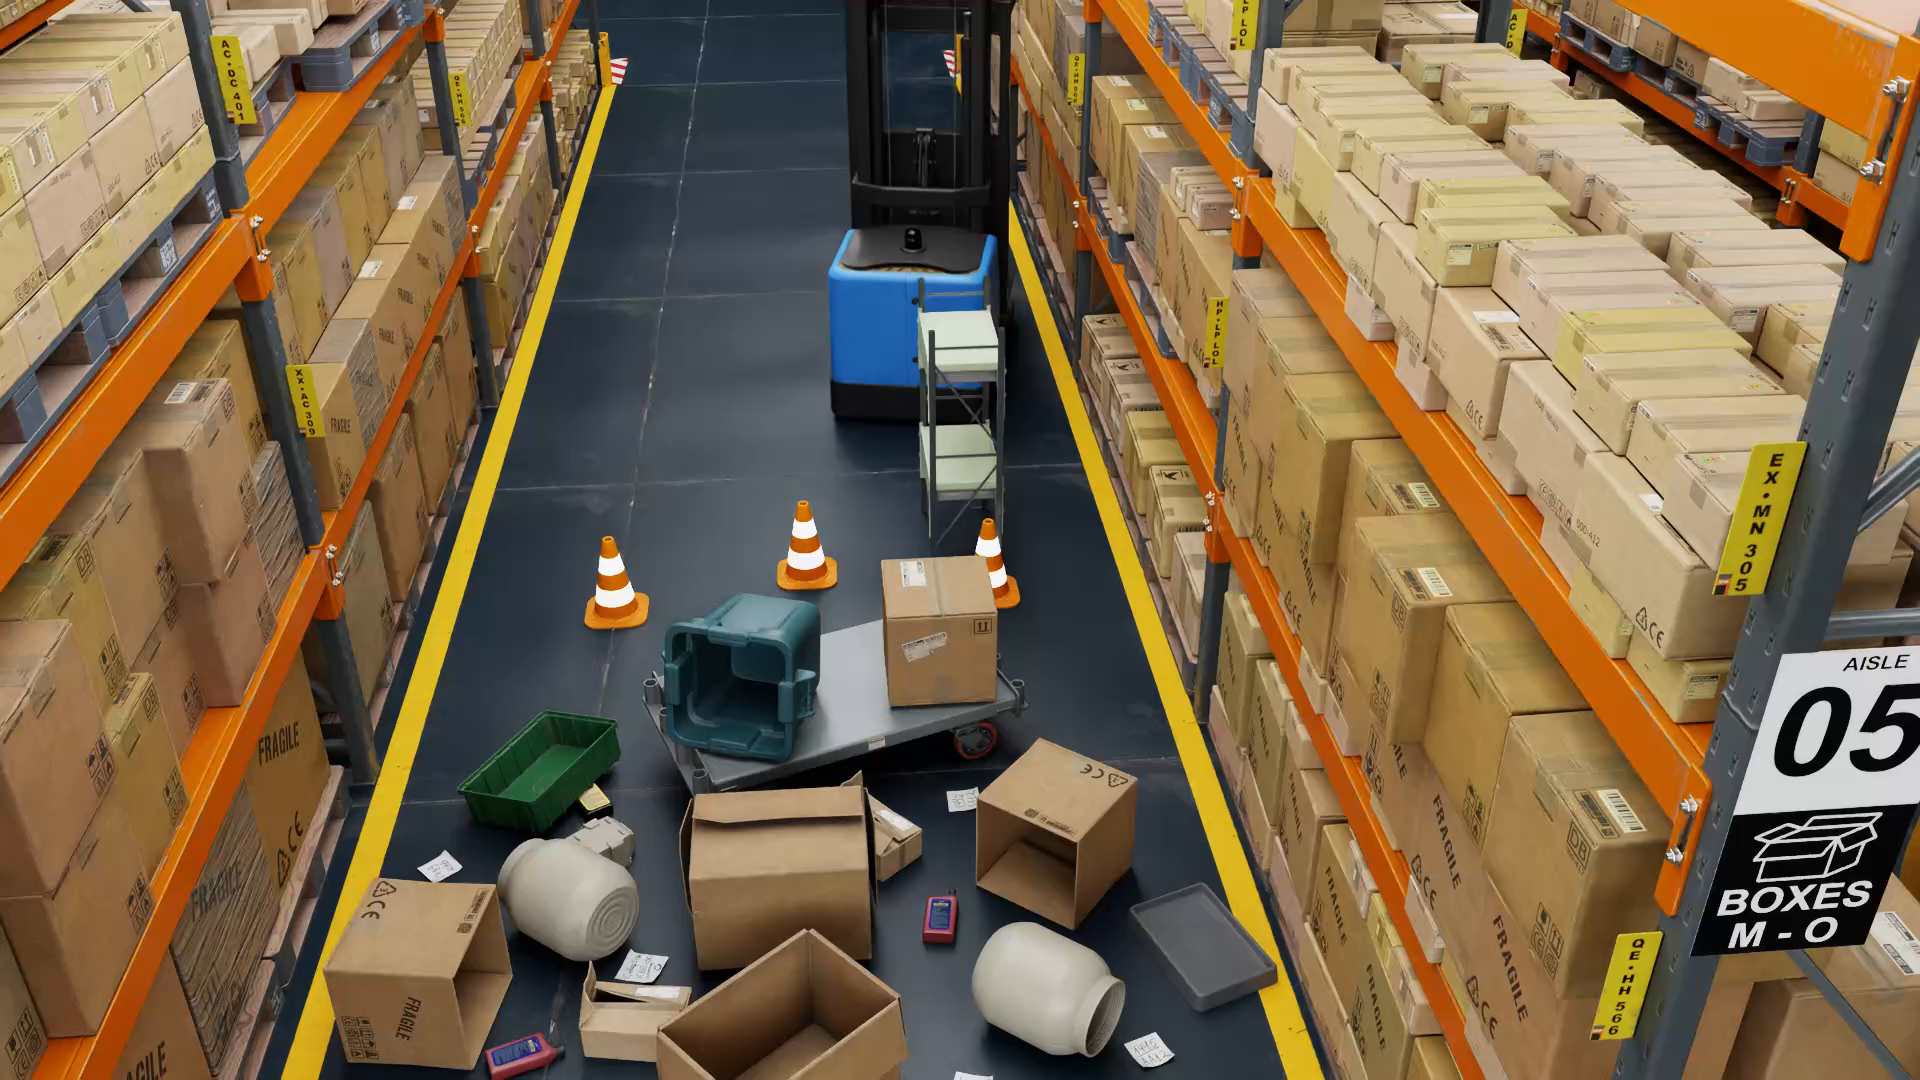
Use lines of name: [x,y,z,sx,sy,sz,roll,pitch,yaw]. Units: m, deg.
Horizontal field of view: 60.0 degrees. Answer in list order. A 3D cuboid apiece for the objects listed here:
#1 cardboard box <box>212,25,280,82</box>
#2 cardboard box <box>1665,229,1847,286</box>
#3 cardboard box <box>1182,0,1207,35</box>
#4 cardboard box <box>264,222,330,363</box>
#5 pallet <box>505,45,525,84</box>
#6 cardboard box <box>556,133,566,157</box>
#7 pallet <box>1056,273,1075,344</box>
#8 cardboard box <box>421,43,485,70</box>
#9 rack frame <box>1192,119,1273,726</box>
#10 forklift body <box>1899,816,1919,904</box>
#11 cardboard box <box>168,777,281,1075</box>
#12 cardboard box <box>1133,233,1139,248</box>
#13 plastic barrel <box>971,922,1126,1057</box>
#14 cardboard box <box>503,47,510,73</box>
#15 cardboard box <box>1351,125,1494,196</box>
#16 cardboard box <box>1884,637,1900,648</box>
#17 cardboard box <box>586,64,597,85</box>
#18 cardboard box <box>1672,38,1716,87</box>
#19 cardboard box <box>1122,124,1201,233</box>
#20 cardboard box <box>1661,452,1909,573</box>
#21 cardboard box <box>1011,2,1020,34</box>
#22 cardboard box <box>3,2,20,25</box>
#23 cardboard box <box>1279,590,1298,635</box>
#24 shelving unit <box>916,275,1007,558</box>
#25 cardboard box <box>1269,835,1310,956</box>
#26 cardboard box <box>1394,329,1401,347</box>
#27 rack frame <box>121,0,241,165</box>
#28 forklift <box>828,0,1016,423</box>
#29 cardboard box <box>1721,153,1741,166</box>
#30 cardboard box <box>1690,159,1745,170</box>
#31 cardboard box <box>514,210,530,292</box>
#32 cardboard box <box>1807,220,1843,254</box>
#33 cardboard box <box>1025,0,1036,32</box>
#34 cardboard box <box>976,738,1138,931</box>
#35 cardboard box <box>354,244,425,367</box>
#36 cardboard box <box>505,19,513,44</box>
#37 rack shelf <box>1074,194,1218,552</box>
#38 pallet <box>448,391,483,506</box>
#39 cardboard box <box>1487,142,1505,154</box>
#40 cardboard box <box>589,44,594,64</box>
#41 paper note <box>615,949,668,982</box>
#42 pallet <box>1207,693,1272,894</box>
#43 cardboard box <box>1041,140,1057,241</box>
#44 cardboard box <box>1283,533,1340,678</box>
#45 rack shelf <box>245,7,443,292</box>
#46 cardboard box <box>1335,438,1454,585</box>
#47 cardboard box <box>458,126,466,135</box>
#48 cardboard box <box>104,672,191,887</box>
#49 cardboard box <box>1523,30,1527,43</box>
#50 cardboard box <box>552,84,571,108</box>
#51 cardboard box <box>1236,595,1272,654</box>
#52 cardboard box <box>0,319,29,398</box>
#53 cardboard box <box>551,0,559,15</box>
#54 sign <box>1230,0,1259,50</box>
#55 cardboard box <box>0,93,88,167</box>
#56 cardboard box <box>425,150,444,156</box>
cardboard box: [-3.102,-2.082,7.124,0.250,0.149,0.380,-3,31,-5]
cardboard box: [2.199,-0.747,4.618,0.380,0.149,0.250,-2,31,-3]
cardboard box: [1.379,-2.640,8.057,0.500,0.250,0.500,-2,31,-4]
cardboard box: [-3.354,-1.126,7.637,0.700,0.500,0.500,-3,31,-5]
pallet: [-4.073,-3.743,13.278,1.003,0.211,1.213,-3,31,-5]
cardboard box: [-3.715,-3.507,14.776,0.380,0.149,0.250,-1,31,-2]
pallet: [1.295,-1.678,12.353,1.003,0.211,1.213,-3,31,-5]
cardboard box: [-3.600,-3.424,11.813,0.380,0.149,0.250,-2,31,-3]
rack frame: [1.667,-0.427,7.539,1.000,3.000,0.127,-3,31,-5]
forklift body: [4.989,0.860,6.213,2.313,2.155,1.214,-3,31,-5]
cardboard box: [-3.175,1.379,6.179,0.875,0.875,0.875,-3,31,-4]
cardboard box: [1.217,-1.818,9.703,0.380,0.149,0.250,-1,31,-2]
plastic barrel: [0.341,1.740,6.425,0.512,0.421,0.421,20,36,29]
cardboard box: [-3.696,-3.713,12.877,0.380,0.149,0.250,-4,31,-7]
cardboard box: [1.512,-1.246,5.453,0.380,0.149,0.250,-4,31,-6]
cardboard box: [2.333,0.251,3.725,0.380,0.149,0.250,-3,31,-5]
cardboard box: [-3.991,-4.836,17.291,0.380,0.149,0.250,-2,31,-3]
cardboard box: [5.898,-3.758,12.606,0.797,0.503,0.637,-3,31,-6]
cardboard box: [1.217,-2.042,9.447,0.500,0.500,0.500,-2,31,-4]
cardboard box: [1.715,-0.065,3.476,0.380,0.149,0.250,-2,31,-4]
cardboard box: [0.680,-4.423,13.889,0.500,0.250,0.500,-4,31,-6]
cardboard box: [-8.765,-4.757,15.034,0.380,0.149,0.250,-2,31,-4]
cardboard box: [1.496,0.246,6.658,0.380,0.149,0.250,-2,31,-3]
shelving unit: [0.001,-0.640,9.360,0.431,1.500,0.755,-3,31,-5]
cardboard box: [1.567,1.431,6.702,0.500,0.250,0.500,-3,31,-5]
cardboard box: [1.595,-0.647,5.228,0.380,0.149,0.250,-3,31,-4]
rack frame: [-3.252,-2.713,5.517,1.000,3.000,0.127,-3,31,-5]
forklift: [-0.184,-2.760,11.513,1.130,2.935,3.031,3,31,5]
cardboard box: [6.323,-3.033,13.298,0.380,0.149,0.250,-3,31,-4]
cardboard box: [5.896,-2.873,13.030,0.380,0.149,0.250,-3,31,-5]
cardboard box: [-3.541,-2.179,12.501,0.500,0.500,0.500,-4,31,-6]
cardboard box: [6.475,-2.044,12.275,0.500,0.500,0.500,-2,31,-3]
cardboard box: [0.794,-4.230,12.834,0.500,0.500,0.500,-3,31,-6]
cardboard box: [0.412,1.258,7.154,0.500,0.500,0.500,20,36,29]
cardboard box: [-3.172,-1.234,8.794,0.500,0.500,0.500,-2,31,-4]
cardboard box: [-3.719,-3.967,13.012,0.380,0.149,0.250,-1,31,-2]
rack shelf: [1.480,-1.139,9.433,1.077,0.370,4.000,-3,31,-5]
pallet: [-3.627,-0.577,10.510,1.003,0.211,1.213,-3,31,-5]
cardboard box: [2.025,-1.307,5.944,0.500,0.250,0.500,-3,31,-5]
cardboard box: [-4.040,-5.093,17.431,0.380,0.149,0.250,-4,31,-6]
paper note: [-1.303,1.746,6.805,0.172,0.023,0.155,8,32,13]
pallet: [1.765,1.112,7.683,1.003,0.211,1.213,-3,31,-5]
cardboard box: [1.149,-3.006,13.519,0.875,0.875,0.875,-2,31,-3]
cardboard box: [1.535,0.153,6.181,0.500,0.500,0.500,-3,31,-5]
rack shelf: [-3.439,-2.138,8.180,1.077,0.370,4.000,-3,31,-5]
cardboard box: [1.677,-0.010,5.479,0.700,0.500,0.500,-3,31,-5]
cardboard box: [-3.498,-2.775,11.016,0.380,0.149,0.250,-1,31,-2]
cardboard box: [-3.049,0.812,5.318,0.875,0.550,0.500,-3,31,-5]
cardboard box: [5.491,-5.145,17.466,0.700,0.500,0.500,-2,31,-3]
cardboard box: [-3.854,-4.156,15.573,0.380,0.149,0.250,-2,31,-4]
cardboard box: [1.405,0.354,7.140,0.380,0.149,0.250,-2,31,-4]
cardboard box: [-2.733,-0.463,4.413,0.380,0.149,0.250,-2,31,-4]
cardboard box: [-3.848,-4.910,14.658,0.500,0.500,0.500,-3,31,-5]
sign: [1.115,-2.077,6.489,0.100,0.325,0.005,-3,31,-5]
cardboard box: [-2.805,-1.195,4.860,0.380,0.149,0.250,-3,31,-4]
cardboard box: [-3.466,-2.491,10.830,0.380,0.149,0.250,-3,31,-5]
